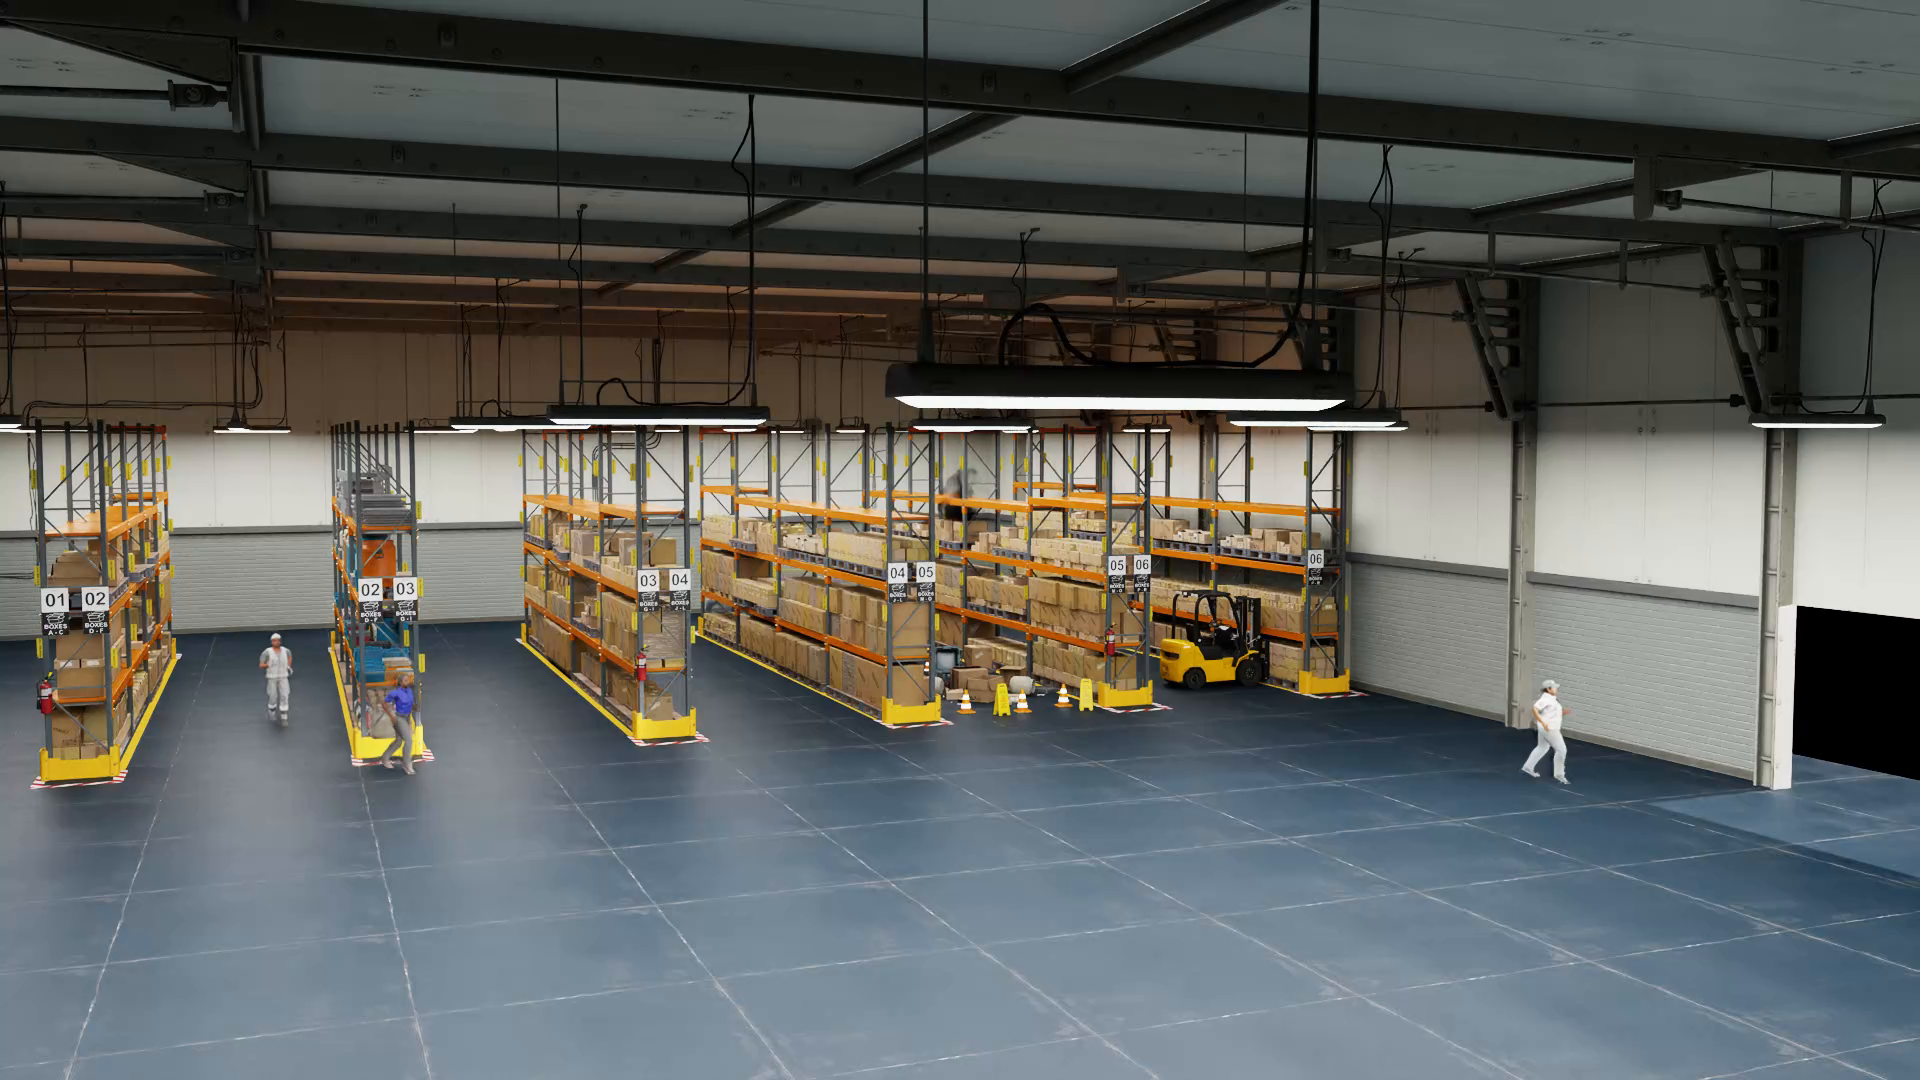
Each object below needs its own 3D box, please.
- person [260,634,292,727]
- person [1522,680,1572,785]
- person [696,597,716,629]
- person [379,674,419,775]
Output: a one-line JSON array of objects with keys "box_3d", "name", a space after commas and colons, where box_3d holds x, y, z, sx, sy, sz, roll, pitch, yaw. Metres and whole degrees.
[{"box_3d": [-13.452, 2.744, 32.766, 0.645, 1.800, 0.899, -2, 4, -33], "name": "person"}, {"box_3d": [9.717, 3.173, 27.524, 0.770, 1.725, 0.580, 1, 4, 17], "name": "person"}, {"box_3d": [-7.451, 1.794, 49.372, 0.786, 1.712, 0.724, -1, 4, -20], "name": "person"}, {"box_3d": [-9.564, 3.137, 28.368, 0.768, 1.715, 0.578, 1, 4, 12], "name": "person"}]
